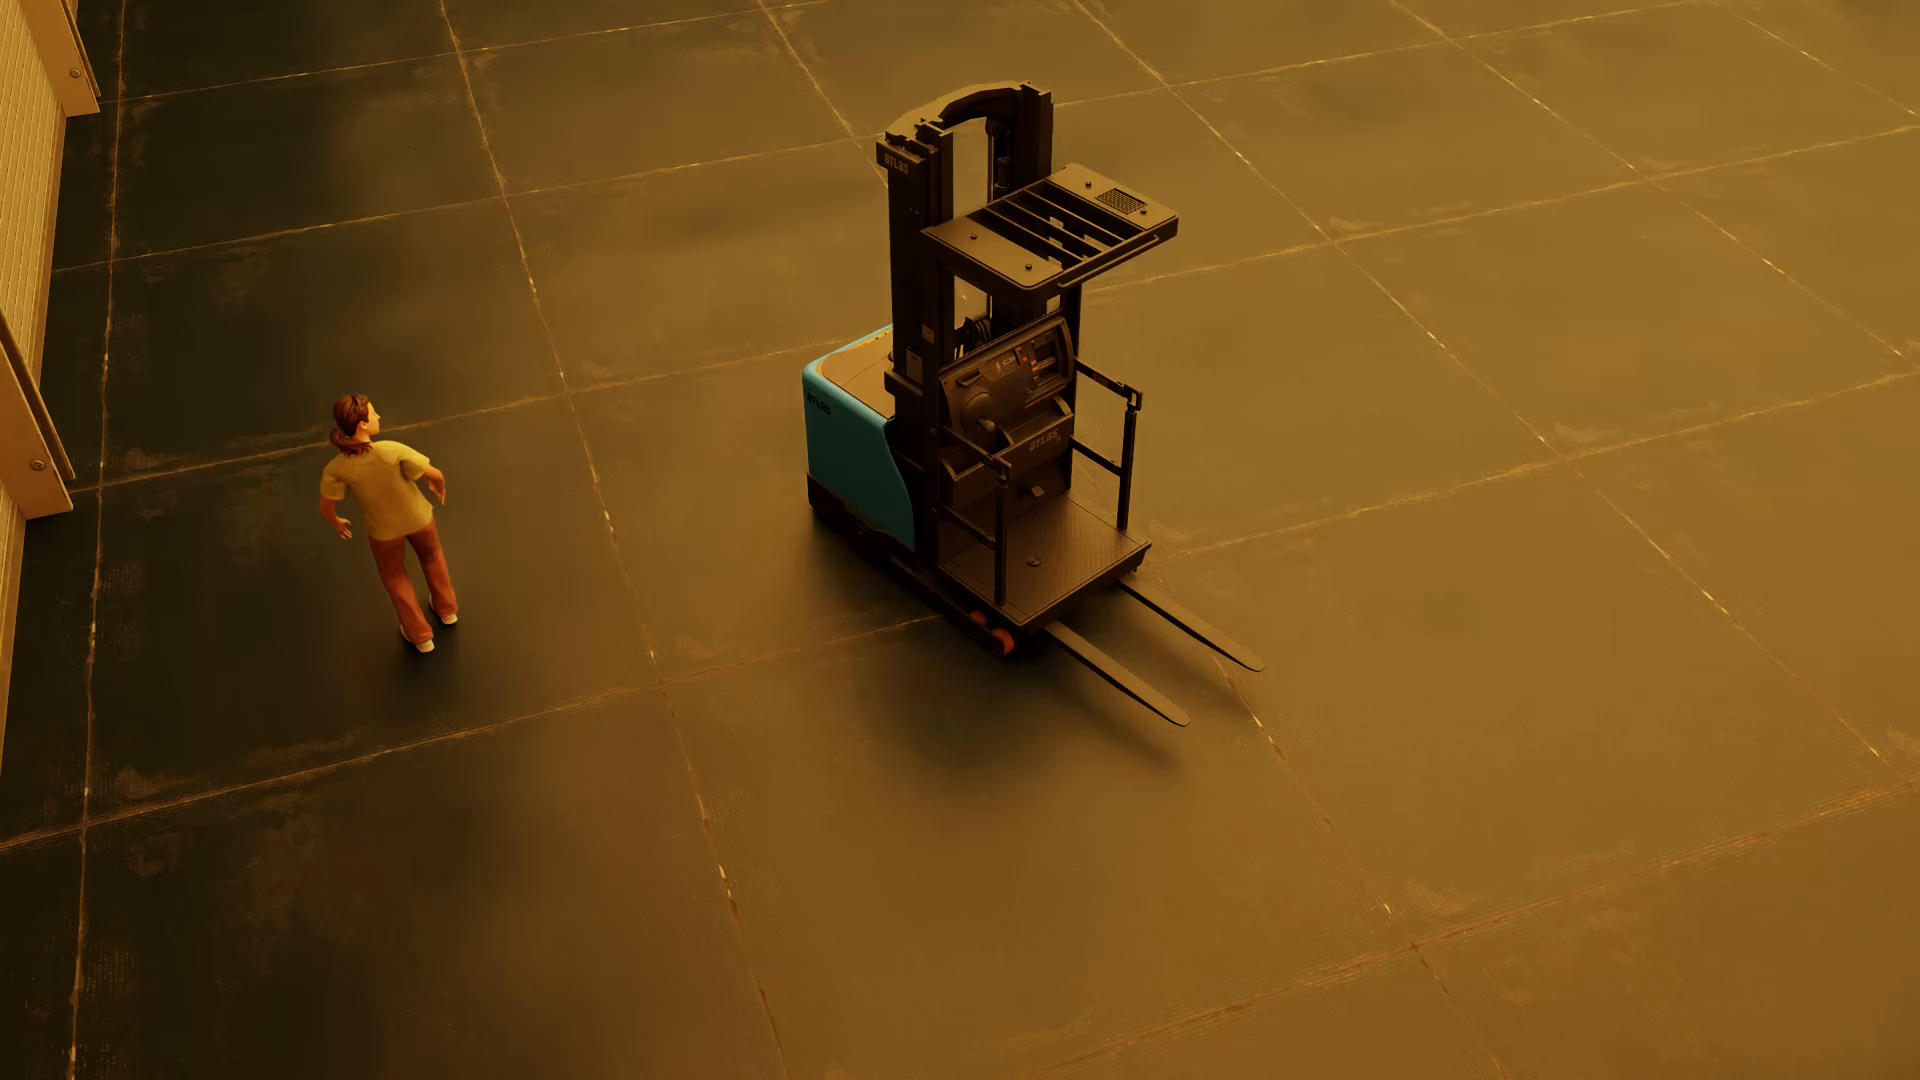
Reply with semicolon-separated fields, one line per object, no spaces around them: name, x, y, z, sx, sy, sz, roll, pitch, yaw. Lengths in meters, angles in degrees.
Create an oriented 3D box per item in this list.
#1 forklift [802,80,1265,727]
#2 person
forklift;0.409;-0.833;8.988;1.130;2.935;3.031;-30;49;-31
person;-3.138;-0.115;9.137;0.651;1.647;0.482;-18;43;-20
